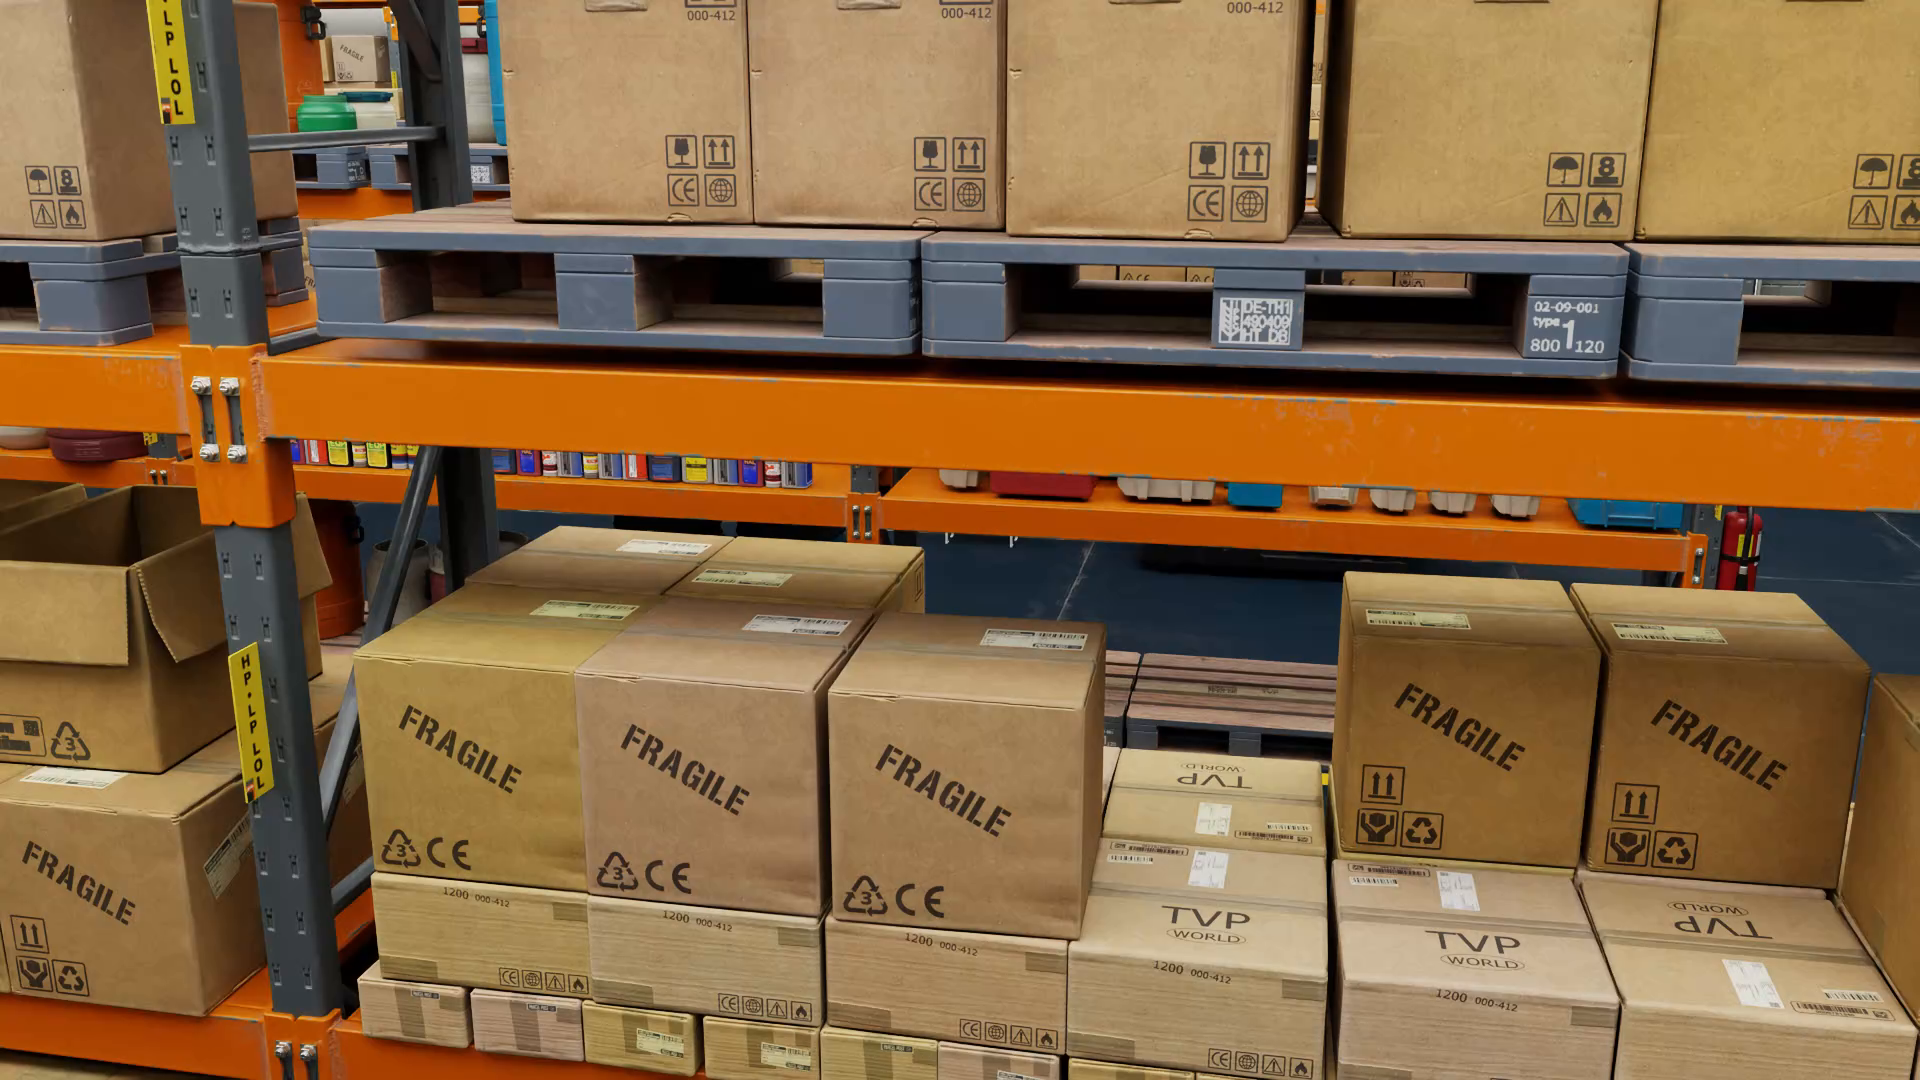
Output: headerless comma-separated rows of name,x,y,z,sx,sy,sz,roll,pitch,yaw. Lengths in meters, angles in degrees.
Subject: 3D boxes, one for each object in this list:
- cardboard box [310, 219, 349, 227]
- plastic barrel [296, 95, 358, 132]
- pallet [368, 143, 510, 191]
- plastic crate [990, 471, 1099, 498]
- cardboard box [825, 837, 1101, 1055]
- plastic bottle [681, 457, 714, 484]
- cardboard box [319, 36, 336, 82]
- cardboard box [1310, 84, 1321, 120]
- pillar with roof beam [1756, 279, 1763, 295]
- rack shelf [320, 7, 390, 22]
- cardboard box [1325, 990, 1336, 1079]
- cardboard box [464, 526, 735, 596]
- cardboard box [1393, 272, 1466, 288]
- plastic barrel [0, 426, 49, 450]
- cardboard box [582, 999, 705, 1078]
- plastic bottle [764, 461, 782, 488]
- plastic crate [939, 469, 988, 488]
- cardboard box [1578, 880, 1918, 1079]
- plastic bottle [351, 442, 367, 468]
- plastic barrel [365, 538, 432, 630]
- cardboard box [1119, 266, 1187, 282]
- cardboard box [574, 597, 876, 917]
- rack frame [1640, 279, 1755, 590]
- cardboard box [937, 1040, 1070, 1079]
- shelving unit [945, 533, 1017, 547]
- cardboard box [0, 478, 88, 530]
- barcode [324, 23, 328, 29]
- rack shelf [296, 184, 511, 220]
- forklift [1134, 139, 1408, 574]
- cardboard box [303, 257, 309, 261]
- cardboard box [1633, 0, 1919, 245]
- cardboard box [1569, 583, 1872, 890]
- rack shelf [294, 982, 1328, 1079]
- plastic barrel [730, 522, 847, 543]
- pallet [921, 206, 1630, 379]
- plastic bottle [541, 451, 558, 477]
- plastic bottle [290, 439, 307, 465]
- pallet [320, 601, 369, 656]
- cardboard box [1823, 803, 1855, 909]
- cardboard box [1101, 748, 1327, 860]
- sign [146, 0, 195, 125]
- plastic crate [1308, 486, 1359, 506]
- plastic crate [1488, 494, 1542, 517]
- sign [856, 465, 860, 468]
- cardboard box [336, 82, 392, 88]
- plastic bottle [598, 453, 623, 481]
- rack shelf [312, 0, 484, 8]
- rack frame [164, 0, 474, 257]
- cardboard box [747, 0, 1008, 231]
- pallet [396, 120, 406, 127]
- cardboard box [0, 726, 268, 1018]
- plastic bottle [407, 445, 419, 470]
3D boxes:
cardboard box,-7.273,-3.822,19.509,0.500,0.500,0.500,3,16,11
plastic barrel,-3.320,-2.206,8.722,0.294,0.245,0.294,0,15,0
pallet,-2.292,-1.967,8.708,1.213,0.211,1.003,3,16,11
plastic crate,0.432,-0.483,8.385,0.583,0.464,0.402,3,16,11
cardboard box,0.024,0.835,3.581,0.500,0.250,0.500,4,16,12
plastic bottle,-1.358,-0.476,8.684,0.185,0.351,0.144,3,16,11
cardboard box,-7.345,-5.521,19.089,0.500,0.500,0.500,4,16,14
cardboard box,2.493,-3.273,12.415,0.500,0.250,0.500,3,16,11
pillar with roof beam,7.462,-4.763,12.830,0.400,9.000,9.100,3,16,11
rack shelf,-8.218,-6.203,19.382,4.000,0.370,1.077,3,16,11
cardboard box,0.870,1.092,3.400,0.250,0.149,0.380,3,16,11
cardboard box,-0.876,0.281,4.177,0.500,0.500,0.500,4,16,13
cardboard box,3.532,-2.128,12.495,0.500,0.500,0.500,4,16,13
plastic barrel,-5.363,-0.802,9.559,0.421,0.512,0.421,0,15,0
cardboard box,-0.640,1.011,3.695,0.250,0.149,0.380,4,16,13
plastic bottle,-0.962,-0.376,8.604,0.097,0.201,0.097,0,15,0
plastic crate,0.035,-0.376,8.613,0.243,0.136,0.396,3,16,11
cardboard box,1.516,0.917,3.285,0.500,0.250,0.500,3,16,10
plastic bottle,-3.260,-0.501,9.054,0.097,0.201,0.097,0,15,0
plastic barrel,-3.258,0.275,9.753,0.421,0.512,0.421,0,15,0
cardboard box,1.510,-2.236,12.886,0.500,0.500,0.500,3,16,9
cardboard box,-0.480,0.447,3.578,0.500,0.500,0.500,3,16,11
rack frame,3.527,-0.324,8.042,0.127,3.000,1.000,3,16,11
cardboard box,0.114,1.052,3.547,0.250,0.149,0.380,3,16,12
shelving unit,0.162,-0.569,12.300,0.503,1.200,0.258,3,16,11
cardboard box,-2.677,0.156,4.243,0.637,0.503,0.797,3,16,12
barcode,-7.534,-6.101,19.722,0.075,0.075,0.001,3,16,11
rack shelf,-2.352,-1.742,8.890,4.000,0.370,1.077,3,16,11
forklift,2.798,-1.260,11.552,3.031,2.935,1.130,3,16,10
cardboard box,-5.976,-2.233,14.746,0.500,0.500,0.500,4,16,15
cardboard box,1.493,-0.848,3.153,0.500,0.500,0.700,3,16,9
cardboard box,1.634,0.417,3.688,0.500,0.500,0.500,3,16,10
rack shelf,0.580,1.212,3.845,4.000,0.370,1.077,3,16,11
plastic barrel,-0.922,0.239,9.155,0.708,0.901,0.600,3,16,11
pallet,0.612,-0.532,3.341,1.213,0.211,1.003,3,16,11
plastic bottle,-2.174,-0.442,8.841,0.097,0.201,0.097,0,15,0
plastic bottle,-3.640,-0.556,9.099,0.133,0.283,0.061,3,16,11
pallet,-3.531,0.625,9.839,1.213,0.211,1.003,3,16,11
cardboard box,2.124,0.805,3.692,0.500,0.250,0.500,3,16,10
cardboard box,0.609,0.725,3.981,0.500,0.250,0.500,3,16,10
sign,-1.478,-0.945,3.107,0.005,0.325,0.100,3,16,11
plastic crate,1.839,-0.260,8.194,0.250,0.136,0.298,3,16,11
plastic crate,2.692,-0.222,8.055,0.243,0.136,0.396,3,16,11
sign,-0.504,-0.526,8.254,0.005,0.325,0.100,3,16,11
cardboard box,-6.804,-5.020,19.150,0.500,0.500,0.500,4,16,13
plastic bottle,-1.827,-0.467,8.790,0.135,0.276,0.152,3,16,11
rack shelf,-5.281,-4.503,13.988,4.000,0.370,1.077,3,16,11
rack frame,-1.379,-2.132,3.332,0.127,3.000,1.000,3,16,11
cardboard box,-0.074,-0.930,3.449,0.500,0.500,0.700,4,16,14
pallet,-4.004,-3.412,13.926,1.003,0.211,1.213,4,16,14
cardboard box,-1.892,0.757,3.951,0.500,0.500,0.500,3,16,11
plastic bottle,-2.939,-0.517,8.982,0.097,0.271,0.097,0,15,0
